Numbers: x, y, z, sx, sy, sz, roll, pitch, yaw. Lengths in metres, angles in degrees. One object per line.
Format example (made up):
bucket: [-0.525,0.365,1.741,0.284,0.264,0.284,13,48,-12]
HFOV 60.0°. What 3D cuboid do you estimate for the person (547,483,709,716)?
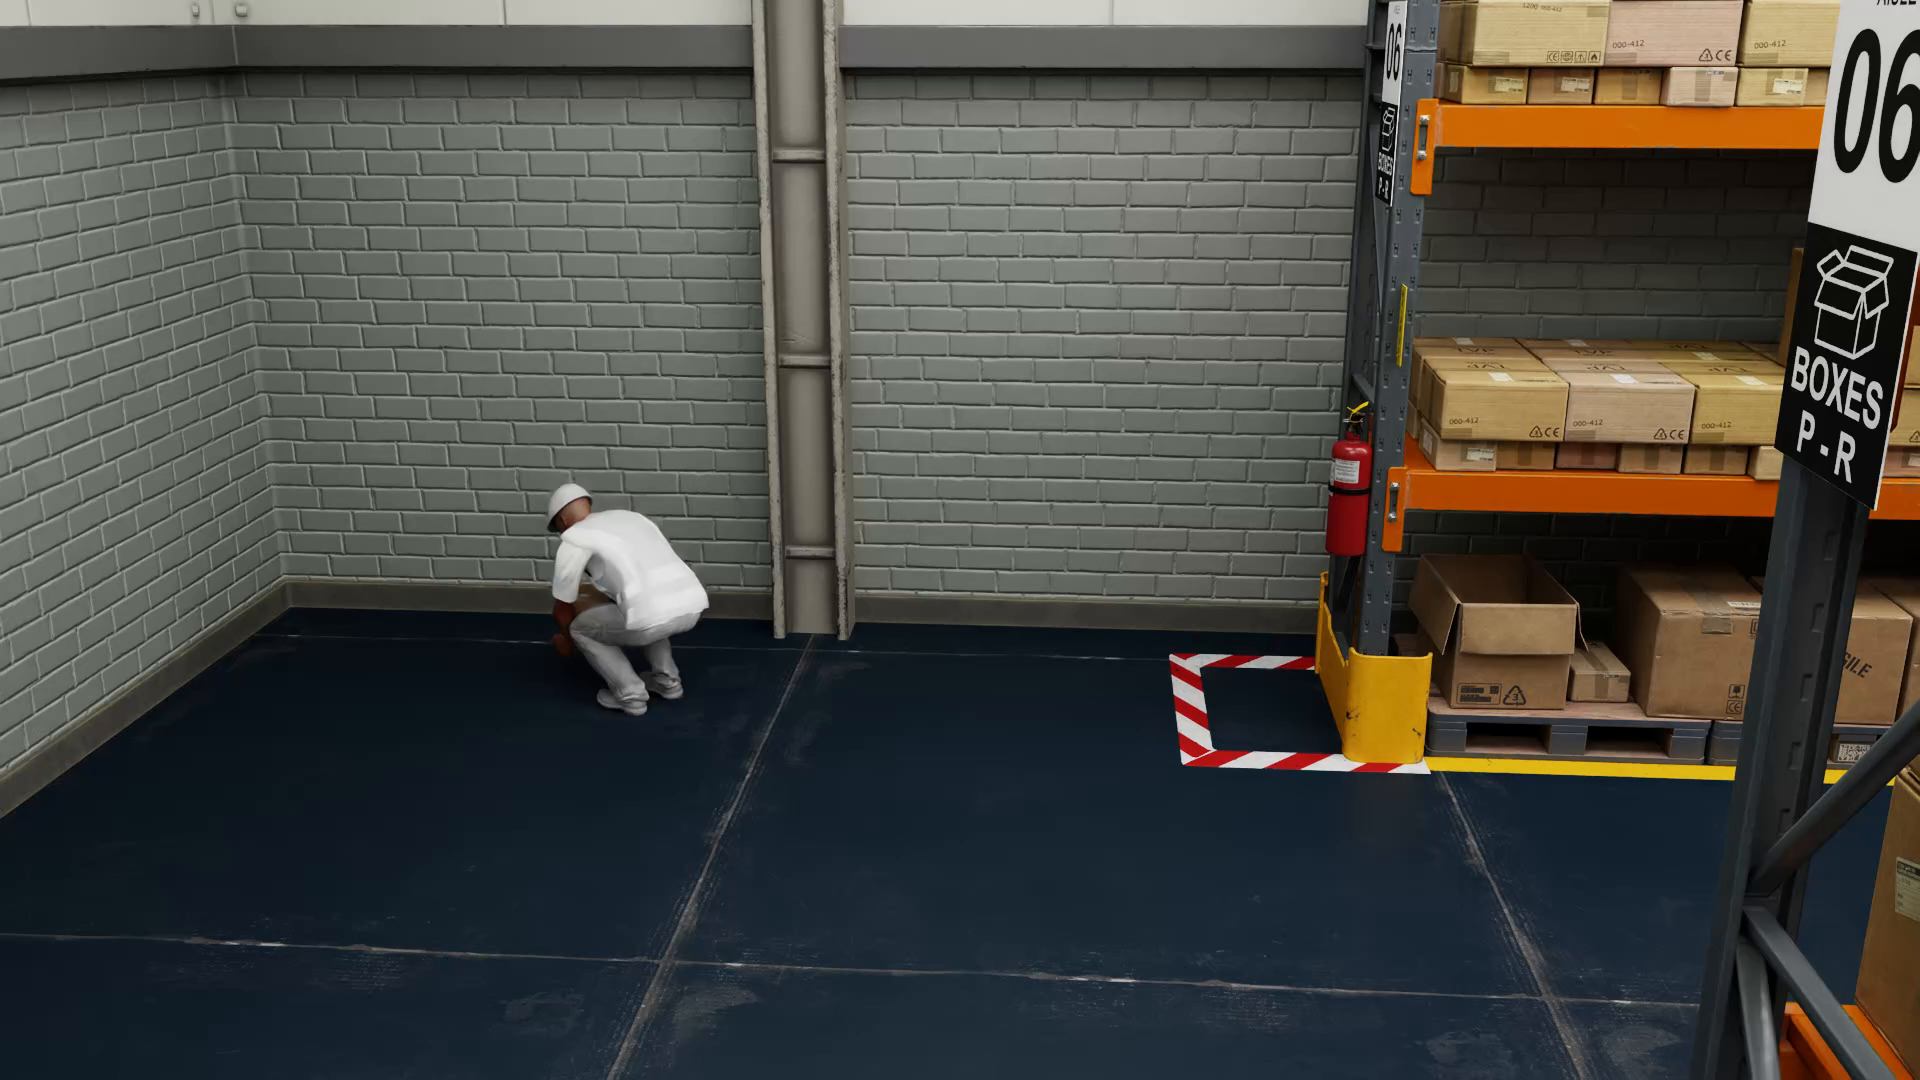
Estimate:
person: [-1.631,0.271,7.905,0.909,1.018,0.574,15,23,40]
